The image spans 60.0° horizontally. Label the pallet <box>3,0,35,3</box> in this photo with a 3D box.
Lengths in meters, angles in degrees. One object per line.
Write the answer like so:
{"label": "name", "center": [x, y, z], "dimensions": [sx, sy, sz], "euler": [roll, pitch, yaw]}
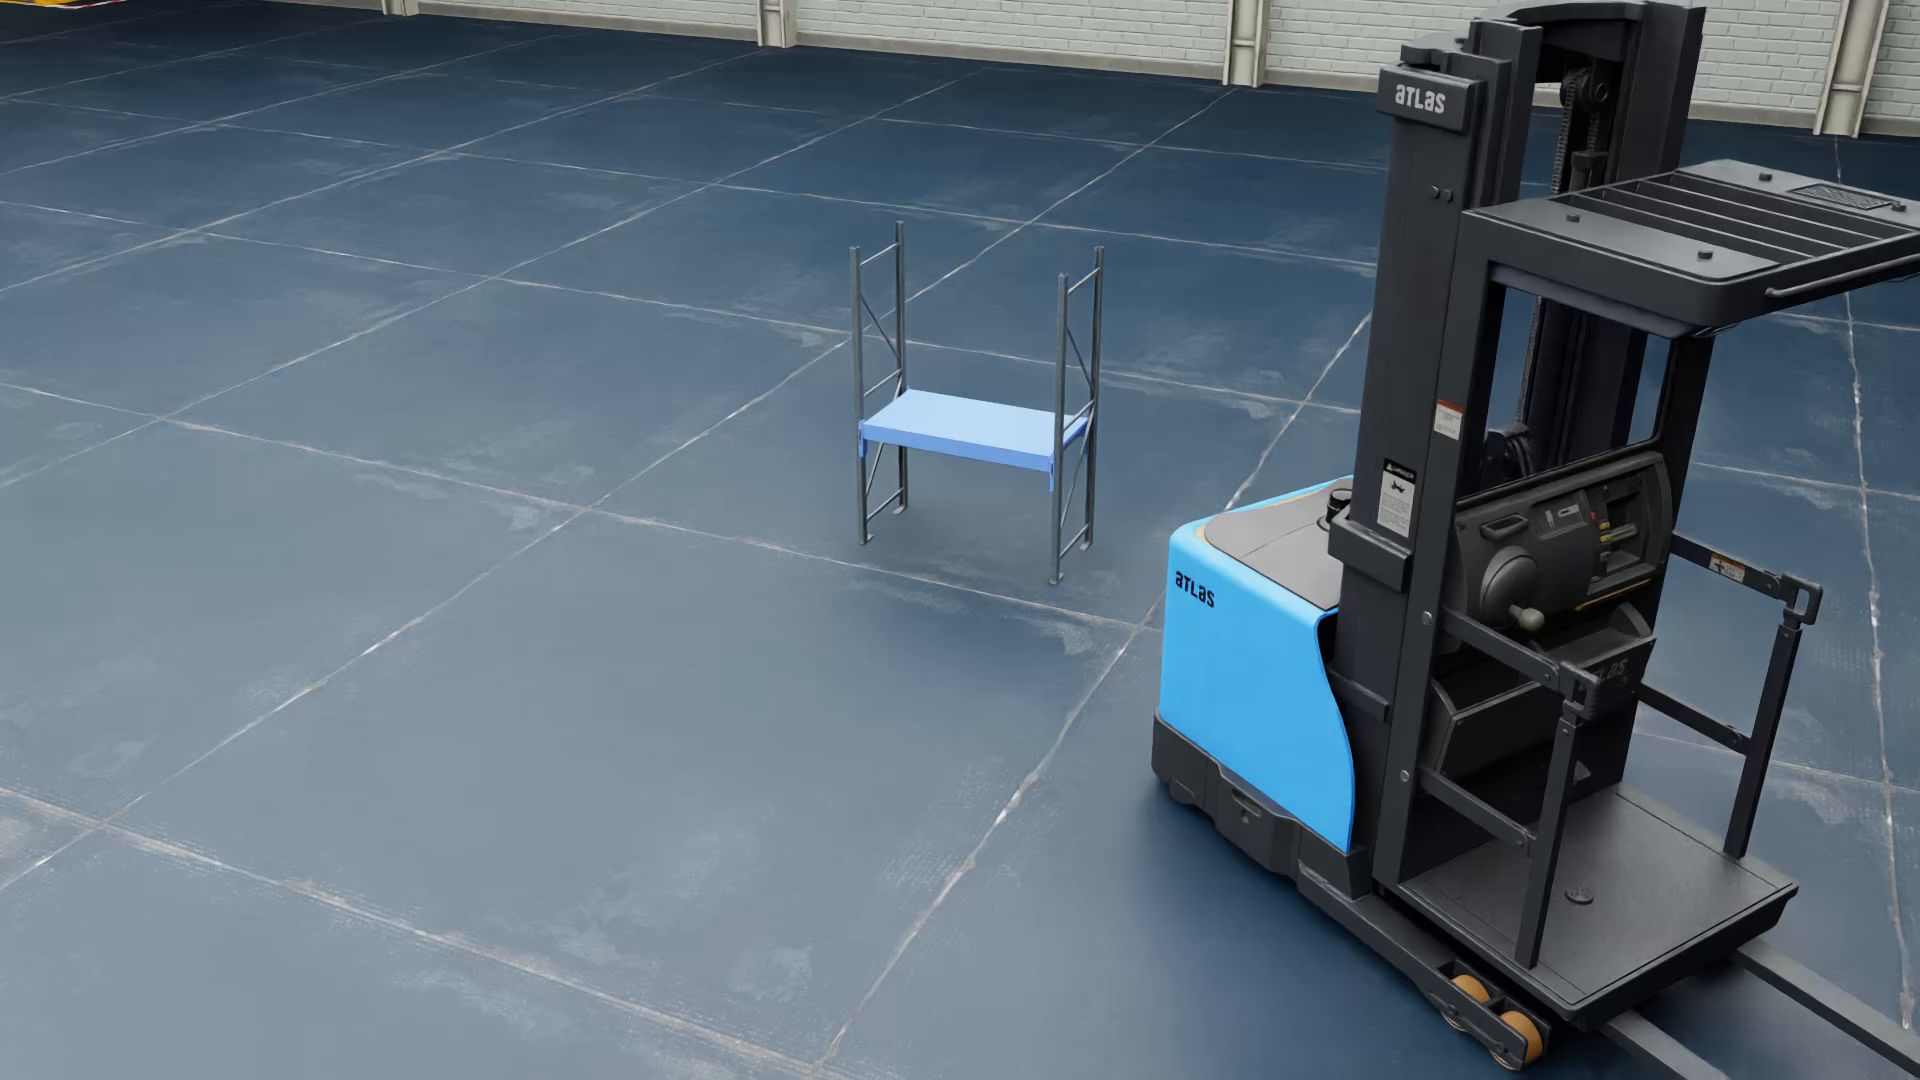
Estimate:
{"label": "pallet", "center": [-13.663, -8.133, 24.530], "dimensions": [1.213, 0.211, 1.003], "euler": [11, 28, 22]}

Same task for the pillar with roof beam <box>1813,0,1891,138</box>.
{"label": "pillar with roof beam", "center": [6.855, -6.323, 10.905], "dimensions": [0.400, 9.000, 9.100], "euler": [11, 28, 22]}

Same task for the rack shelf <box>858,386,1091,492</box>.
{"label": "rack shelf", "center": [0.078, -0.496, 7.967], "dimensions": [1.000, 0.185, 0.538], "euler": [11, 28, 22]}

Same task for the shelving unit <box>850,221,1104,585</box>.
{"label": "shelving unit", "center": [0.078, -0.657, 7.887], "dimensions": [1.048, 1.500, 0.538], "euler": [11, 28, 22]}

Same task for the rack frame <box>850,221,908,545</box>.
{"label": "rack frame", "center": [-0.385, -0.750, 8.076], "dimensions": [0.032, 1.500, 0.500], "euler": [11, 28, 22]}

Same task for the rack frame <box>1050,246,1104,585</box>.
{"label": "rack frame", "center": [0.540, -0.564, 7.698], "dimensions": [0.032, 1.500, 0.500], "euler": [11, 28, 22]}

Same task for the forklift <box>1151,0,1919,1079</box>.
{"label": "forklift", "center": [1.941, 0.040, 4.850], "dimensions": [1.130, 2.935, 3.031], "euler": [-16, 30, -29]}

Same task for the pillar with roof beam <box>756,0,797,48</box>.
{"label": "pillar with roof beam", "center": [-4.069, -8.517, 15.361], "dimensions": [0.400, 9.000, 9.100], "euler": [11, 28, 22]}

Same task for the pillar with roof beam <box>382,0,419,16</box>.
{"label": "pillar with roof beam", "center": [-9.530, -9.614, 17.590], "dimensions": [0.400, 9.000, 9.100], "euler": [11, 28, 22]}

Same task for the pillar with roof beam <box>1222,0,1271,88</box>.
{"label": "pillar with roof beam", "center": [1.393, -7.420, 13.133], "dimensions": [0.400, 9.000, 9.100], "euler": [11, 28, 22]}

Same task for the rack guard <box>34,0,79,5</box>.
{"label": "rack guard", "center": [-12.928, -8.135, 24.207], "dimensions": [0.348, 0.500, 1.175], "euler": [11, 28, 22]}
